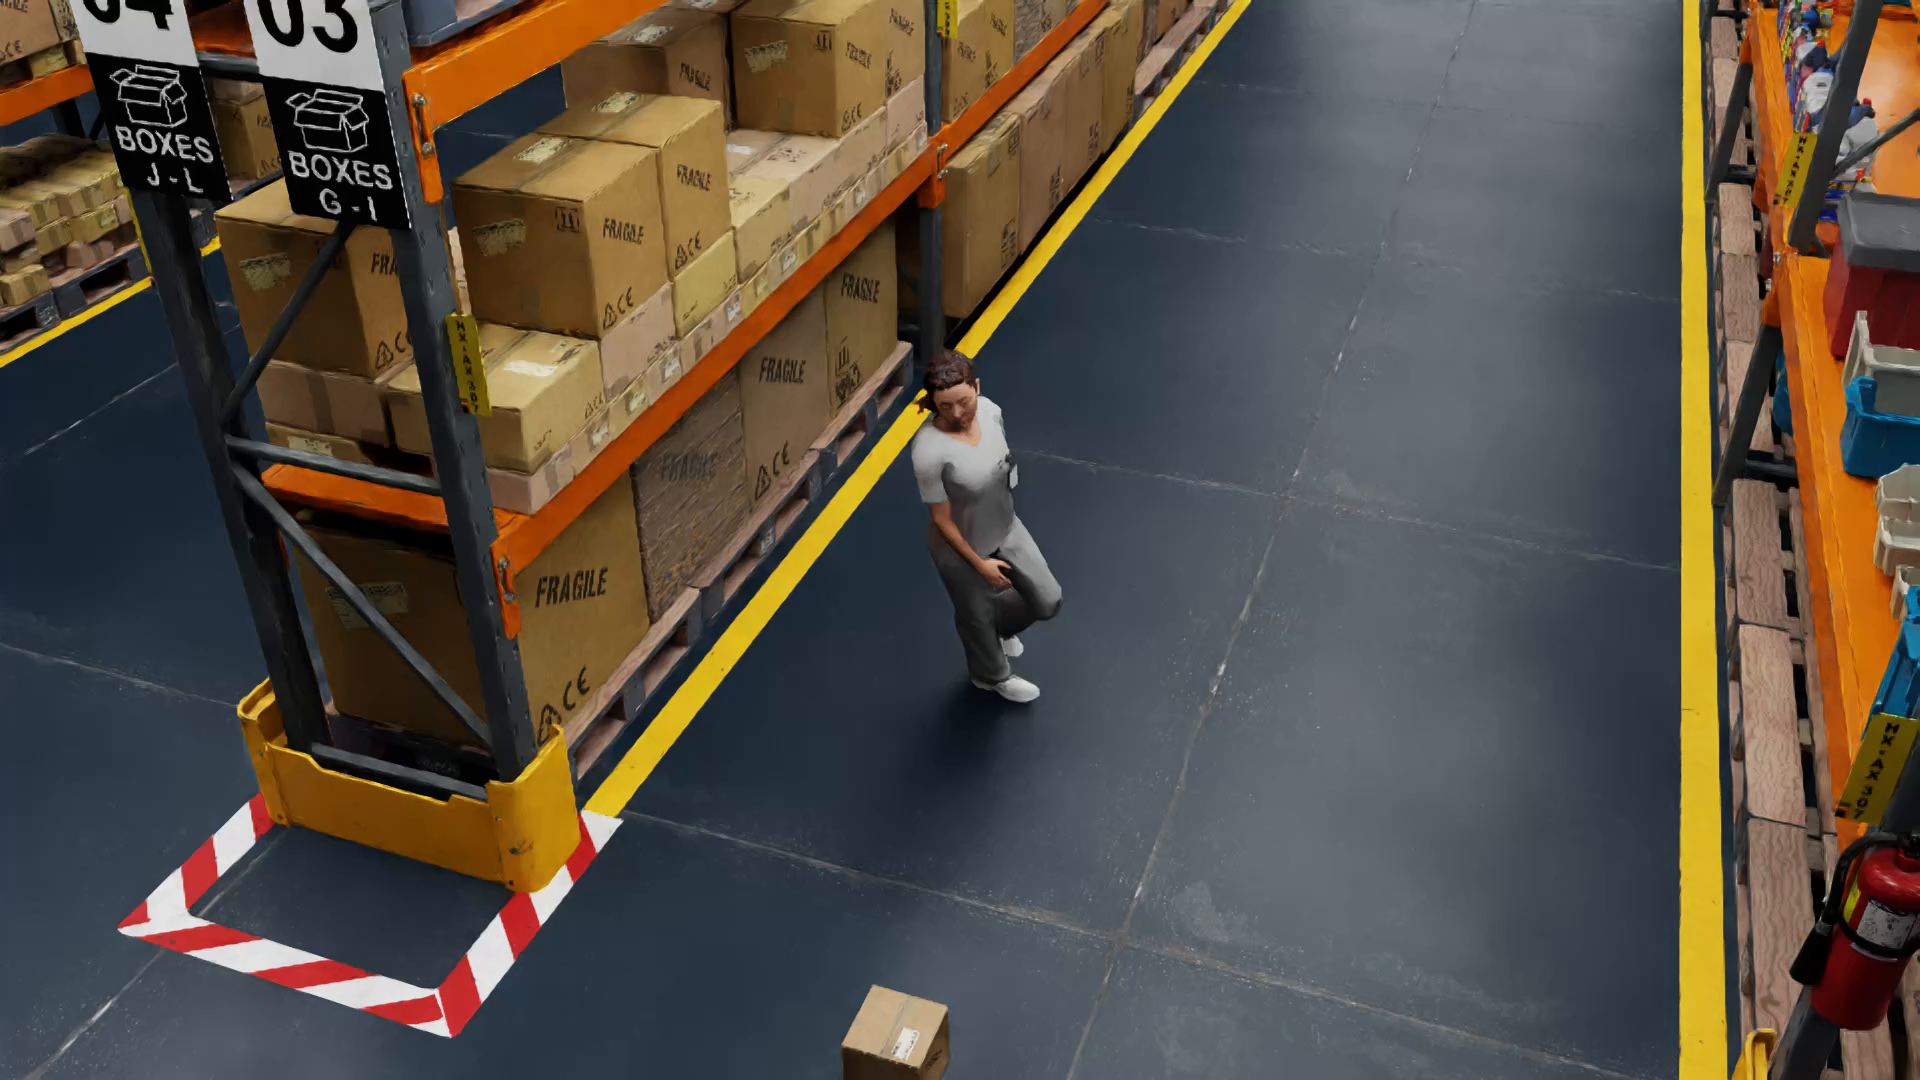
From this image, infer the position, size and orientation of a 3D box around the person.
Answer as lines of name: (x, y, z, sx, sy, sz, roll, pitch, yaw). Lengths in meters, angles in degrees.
person: (0.096, -0.015, 6.162, 0.482, 1.634, 0.643, 27, 42, 35)
